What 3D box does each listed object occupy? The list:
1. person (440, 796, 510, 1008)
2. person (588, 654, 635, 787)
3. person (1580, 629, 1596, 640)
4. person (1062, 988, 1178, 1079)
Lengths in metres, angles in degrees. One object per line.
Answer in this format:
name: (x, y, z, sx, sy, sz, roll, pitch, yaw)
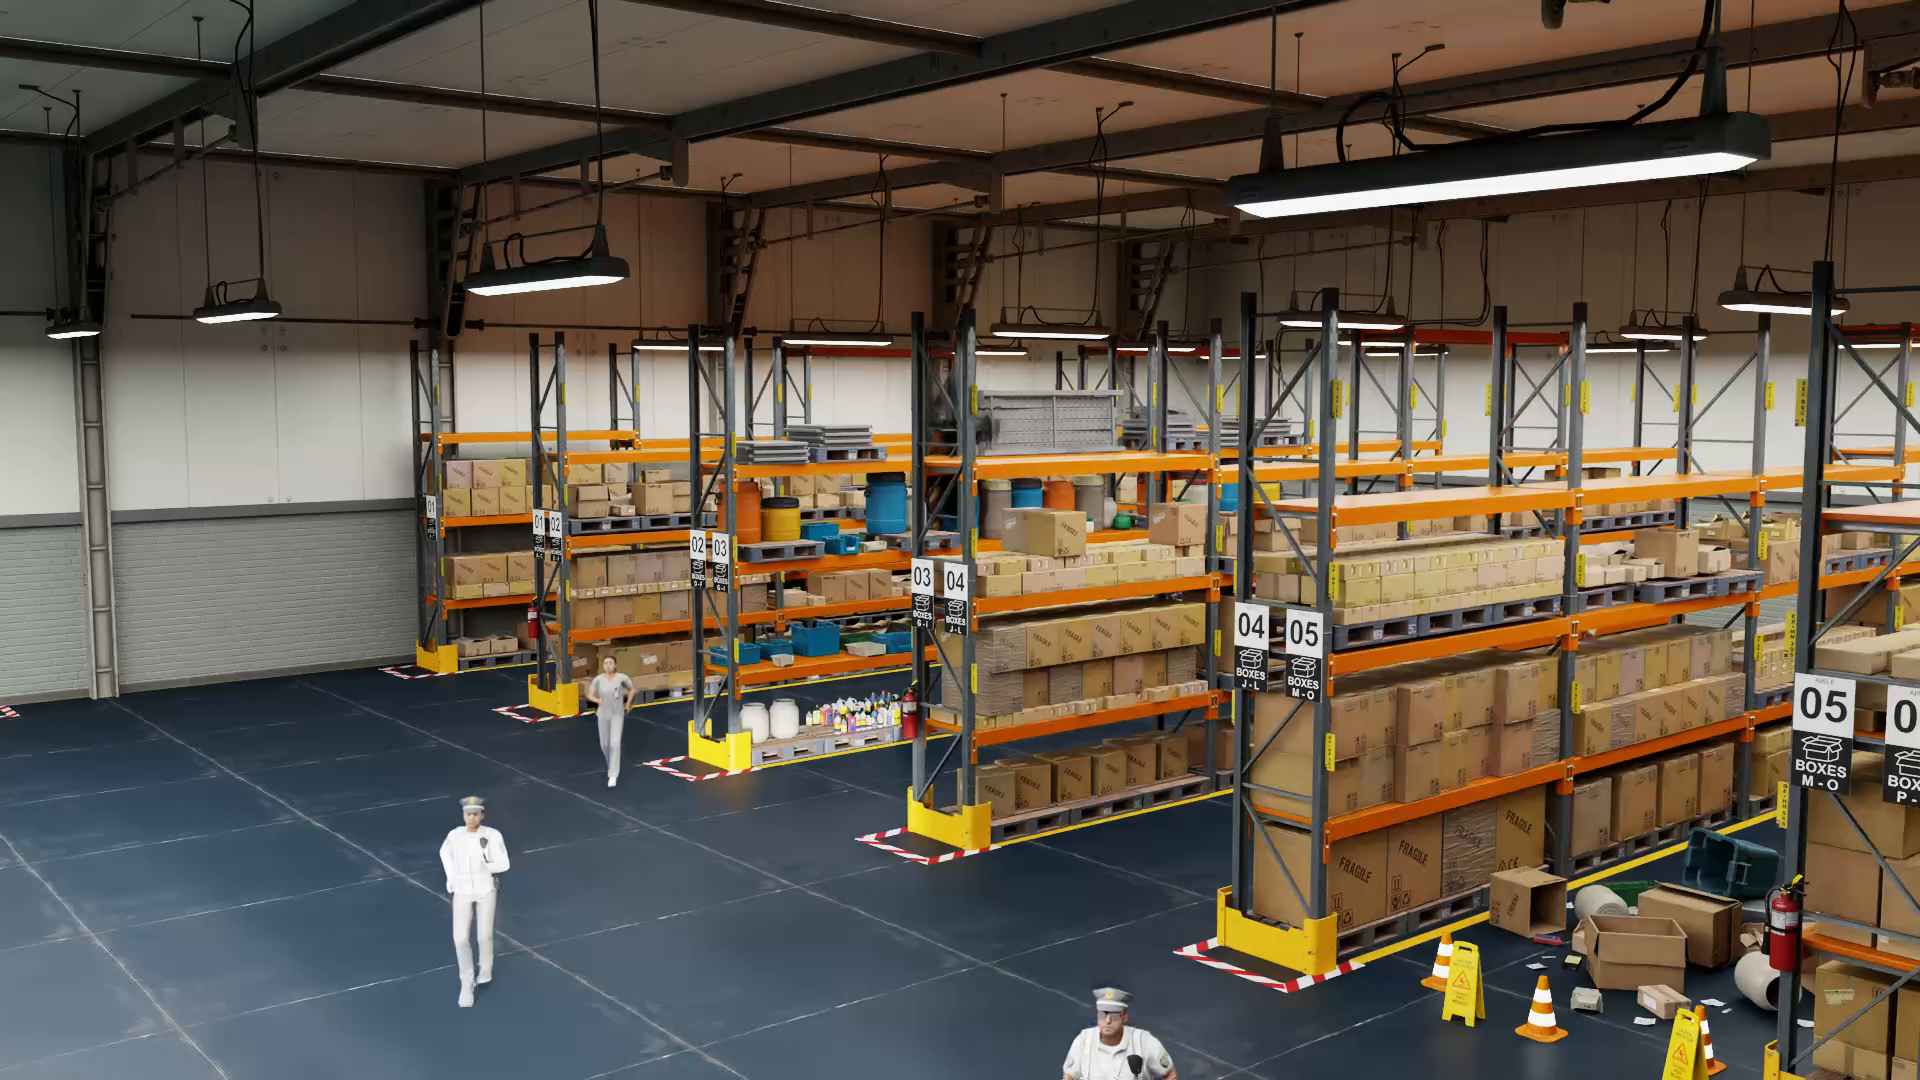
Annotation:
person: (-4.106, 3.025, 14.066, 0.593, 1.747, 0.686, -1, 5, -11)
person: (-4.545, 2.319, 21.639, 0.581, 1.628, 0.876, 0, 5, -2)
person: (8.968, 2.098, 23.699, 0.892, 1.786, 0.668, -5, 7, -40)
person: (0.930, 3.412, 9.689, 0.669, 1.765, 0.667, 1, 5, 11)
